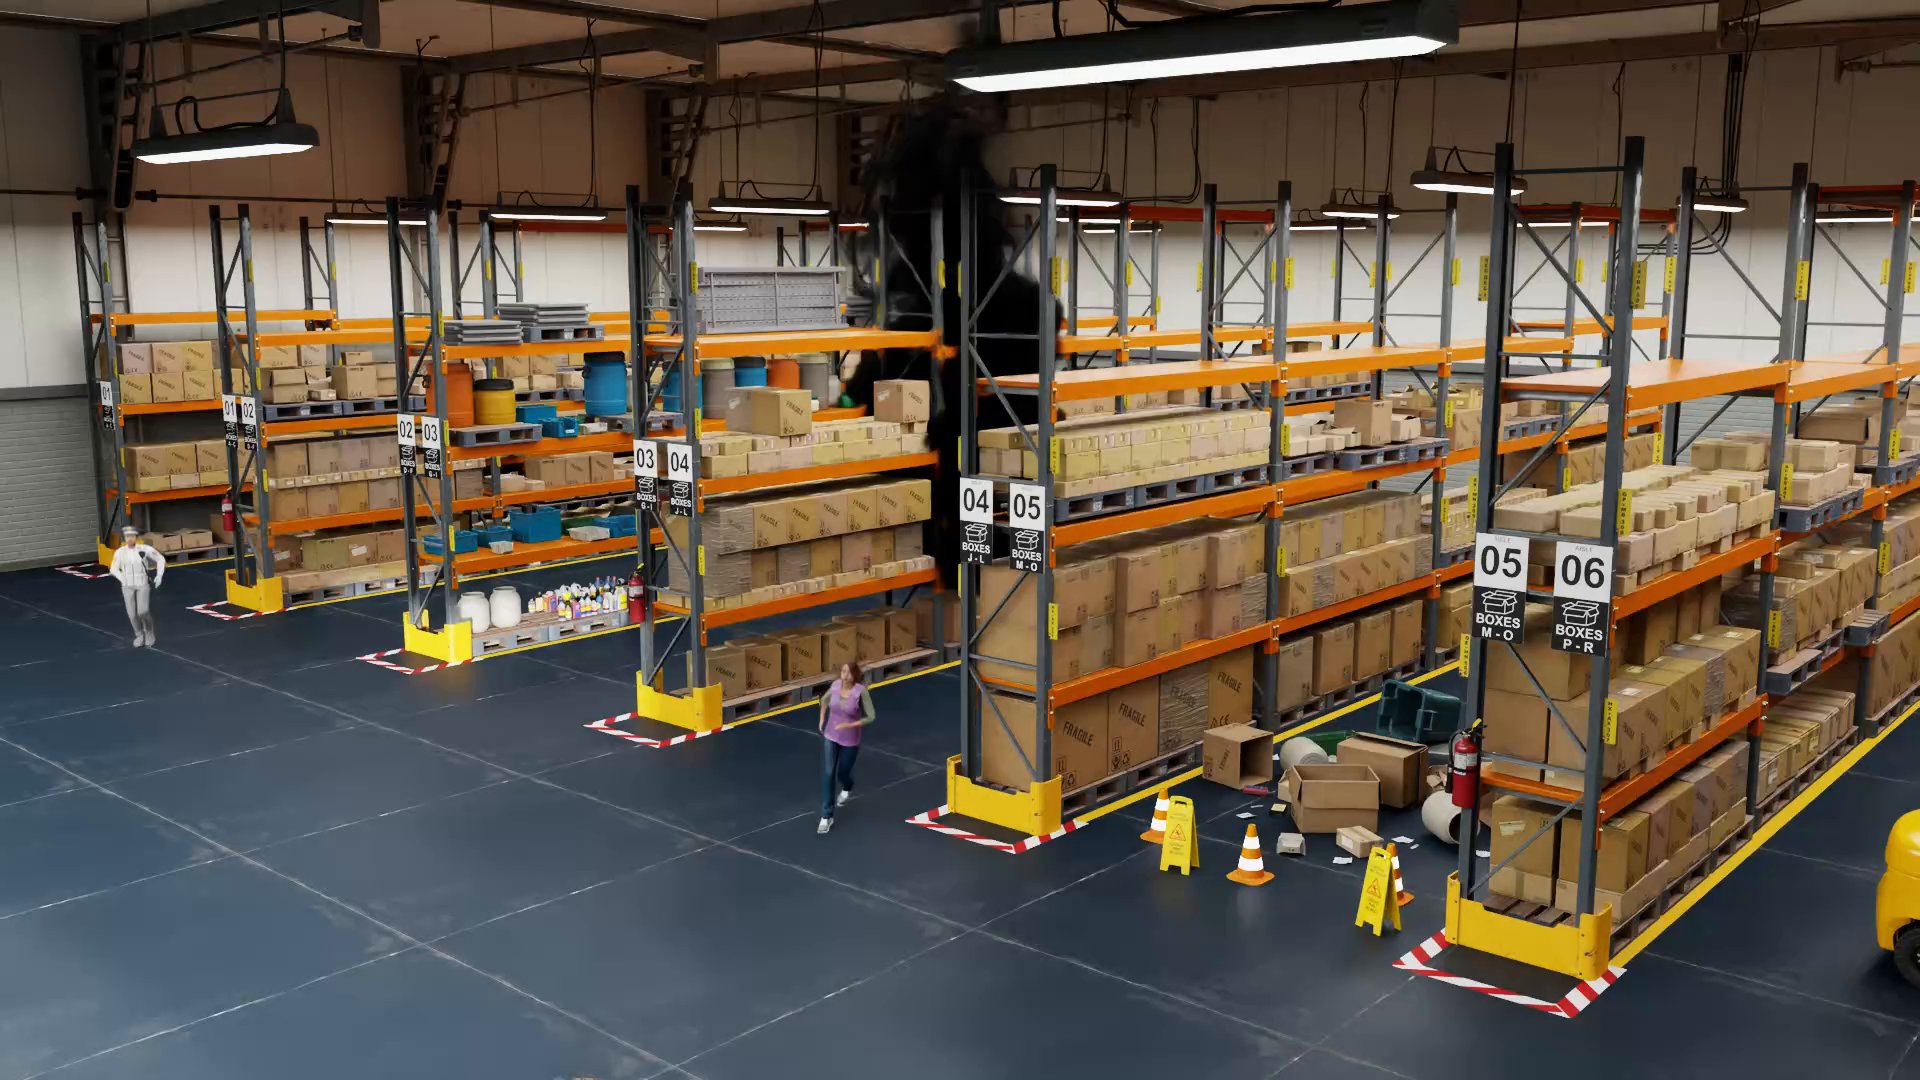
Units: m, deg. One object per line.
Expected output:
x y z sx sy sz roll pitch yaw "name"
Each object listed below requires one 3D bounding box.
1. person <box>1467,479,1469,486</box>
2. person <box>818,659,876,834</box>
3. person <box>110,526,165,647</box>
8.396 -0.177 27.159 0.674 1.740 0.845 9 13 43 "person"
-1.040 1.866 15.438 0.575 1.584 0.798 3 10 15 "person"
-11.092 0.637 22.429 0.644 1.681 0.637 -3 10 -15 "person"
